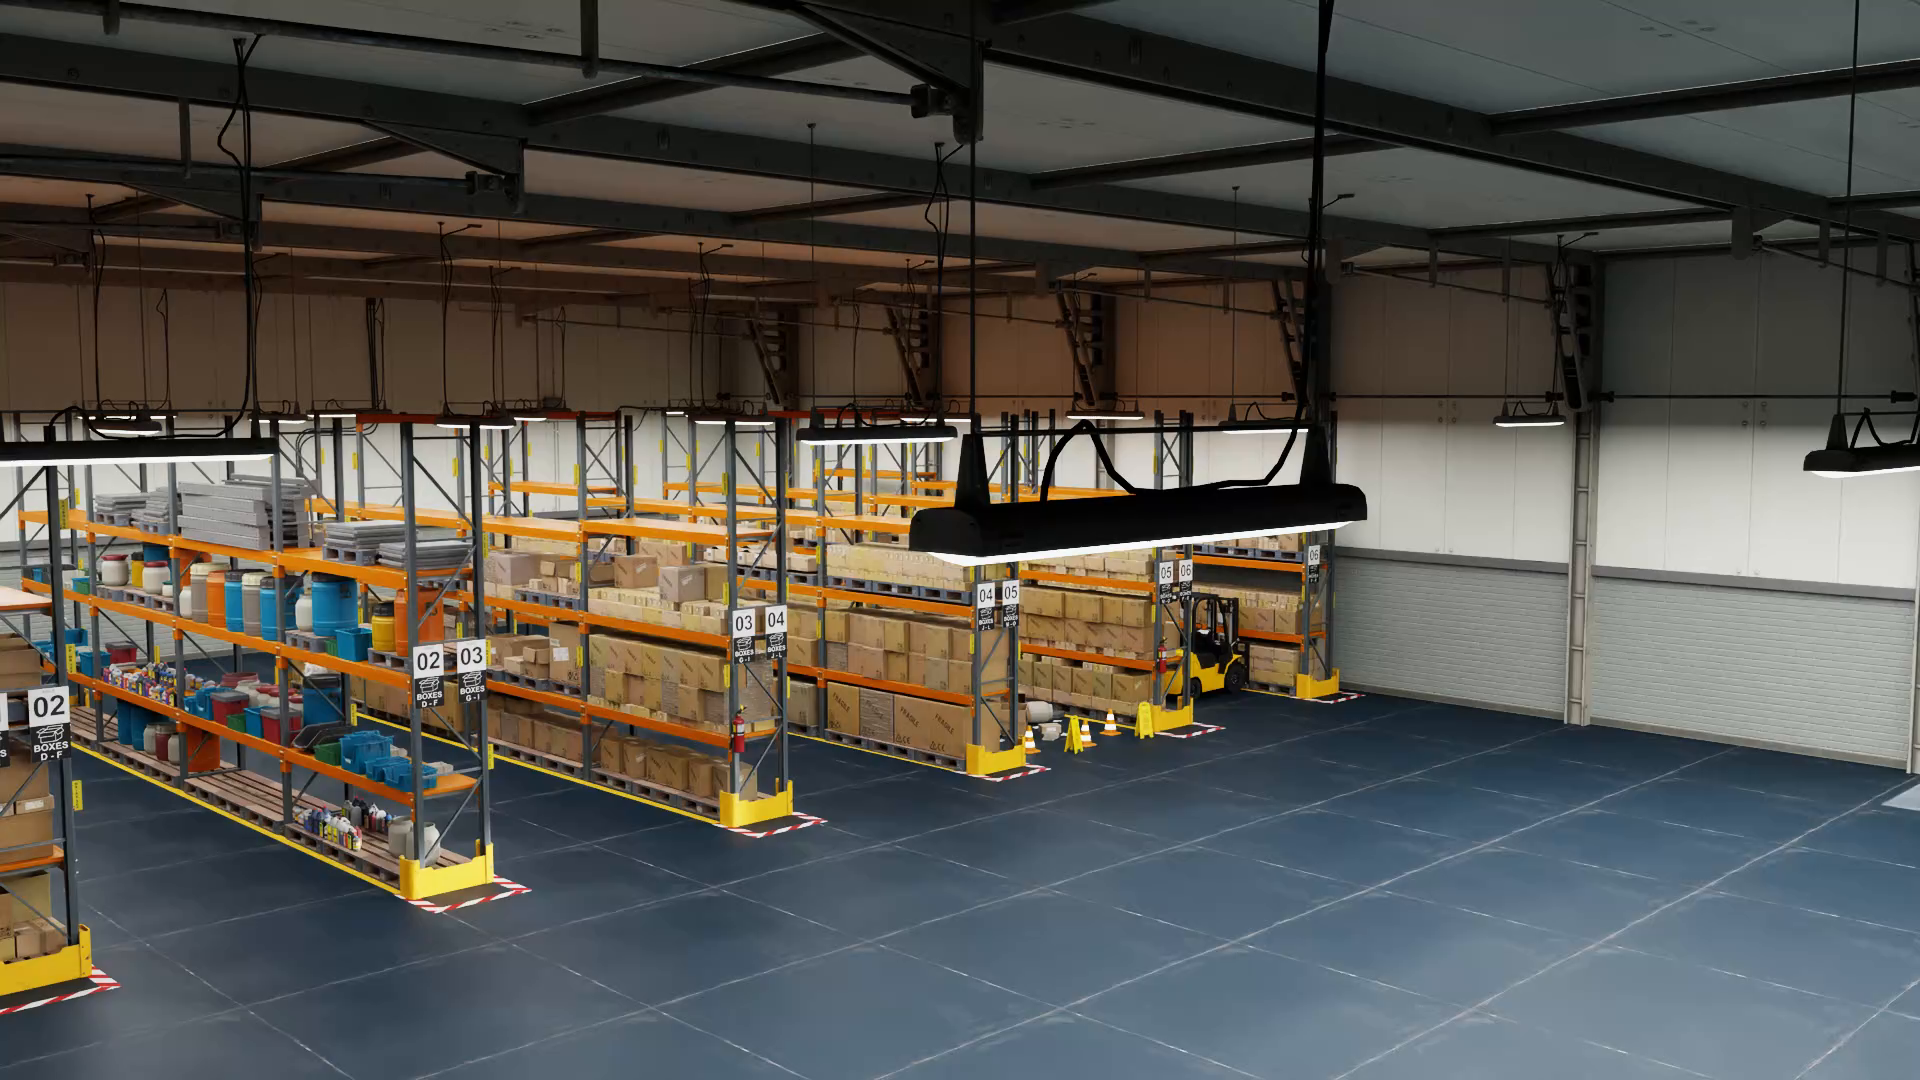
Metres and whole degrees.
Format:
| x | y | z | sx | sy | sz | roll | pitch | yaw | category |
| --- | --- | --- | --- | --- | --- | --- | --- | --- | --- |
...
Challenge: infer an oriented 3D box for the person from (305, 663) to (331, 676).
| x | y | z | sx | sy | sz | roll | pitch | yaw | category |
| --- | --- | --- | --- | --- | --- | --- | --- | --- | --- |
| -11.967 | 2.800 | 31.025 | 0.555 | 1.738 | 0.812 | -5 | 7 | -45 | person |
